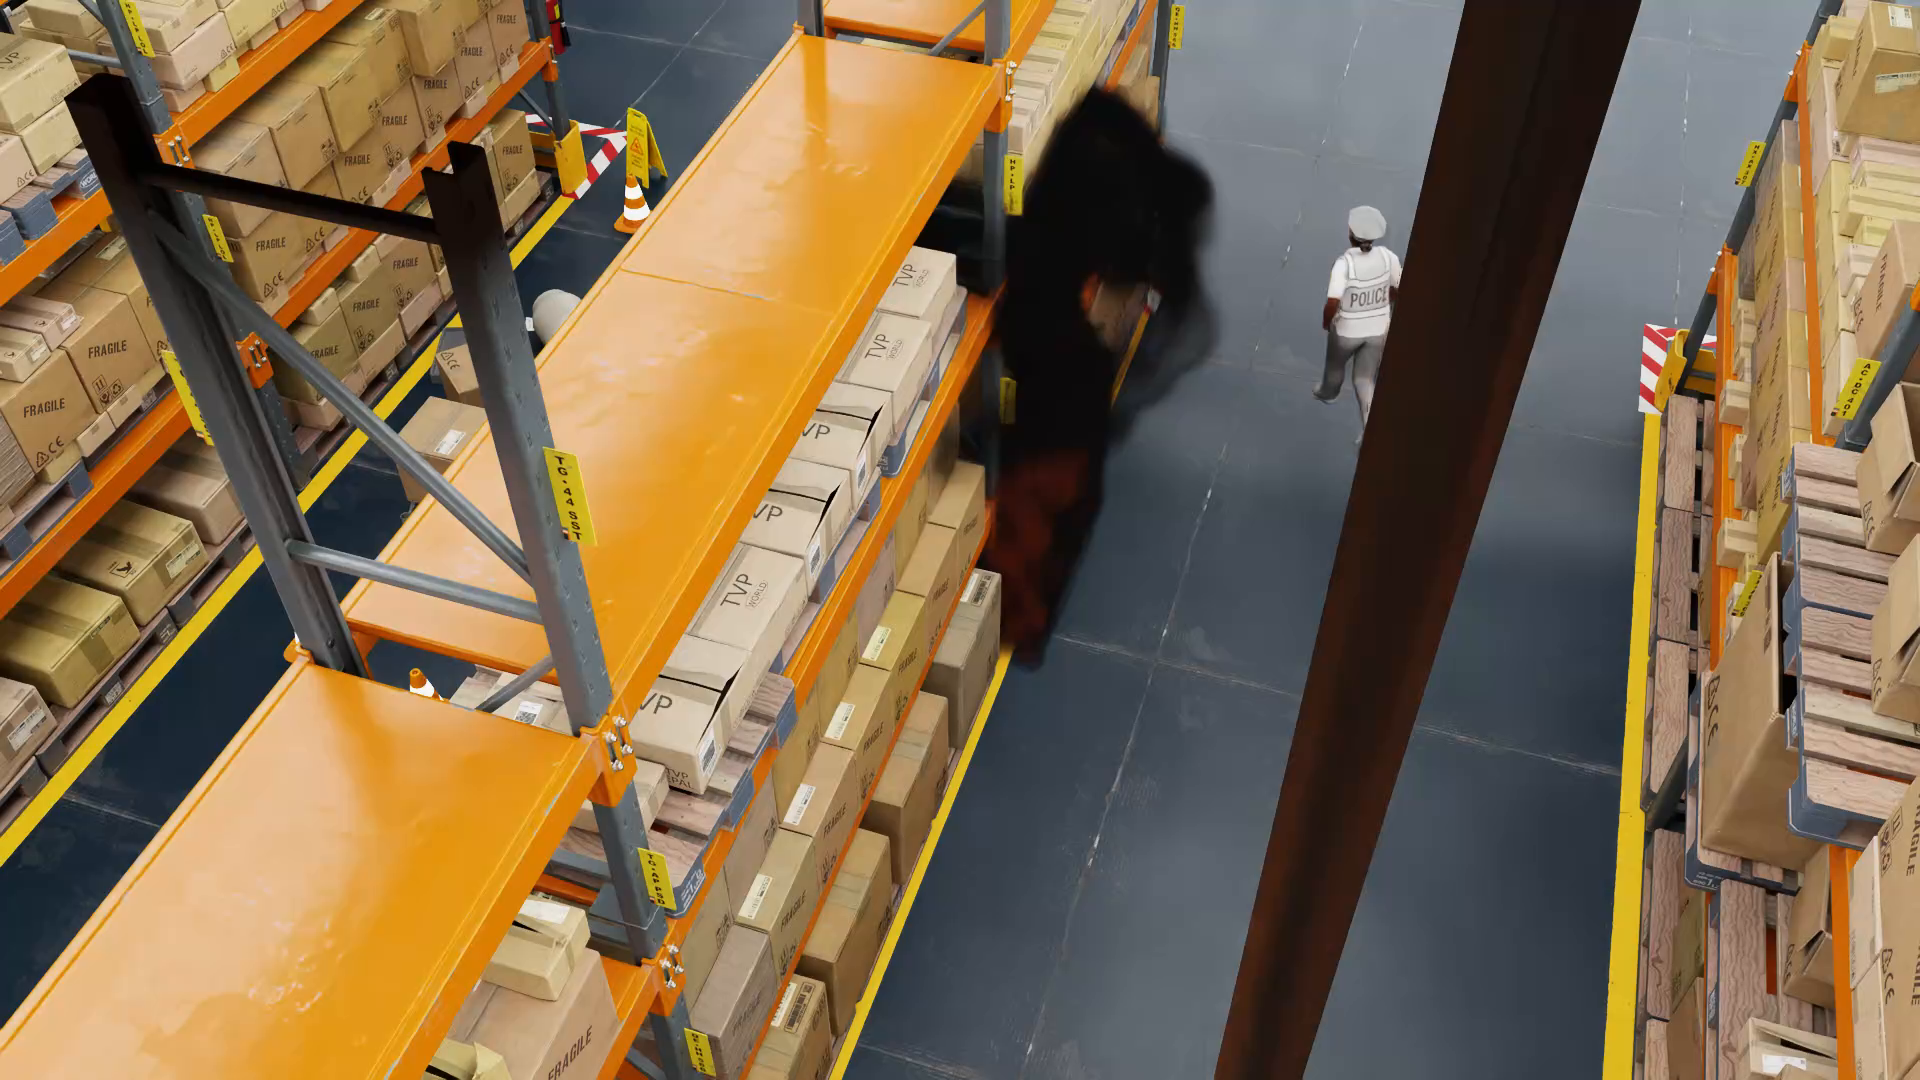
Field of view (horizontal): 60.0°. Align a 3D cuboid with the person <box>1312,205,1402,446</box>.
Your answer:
[{"bbox_3d":[2.605,-1.314,10.888,0.574,1.700,1.003,-6,46,-6],"label":"person"}]
